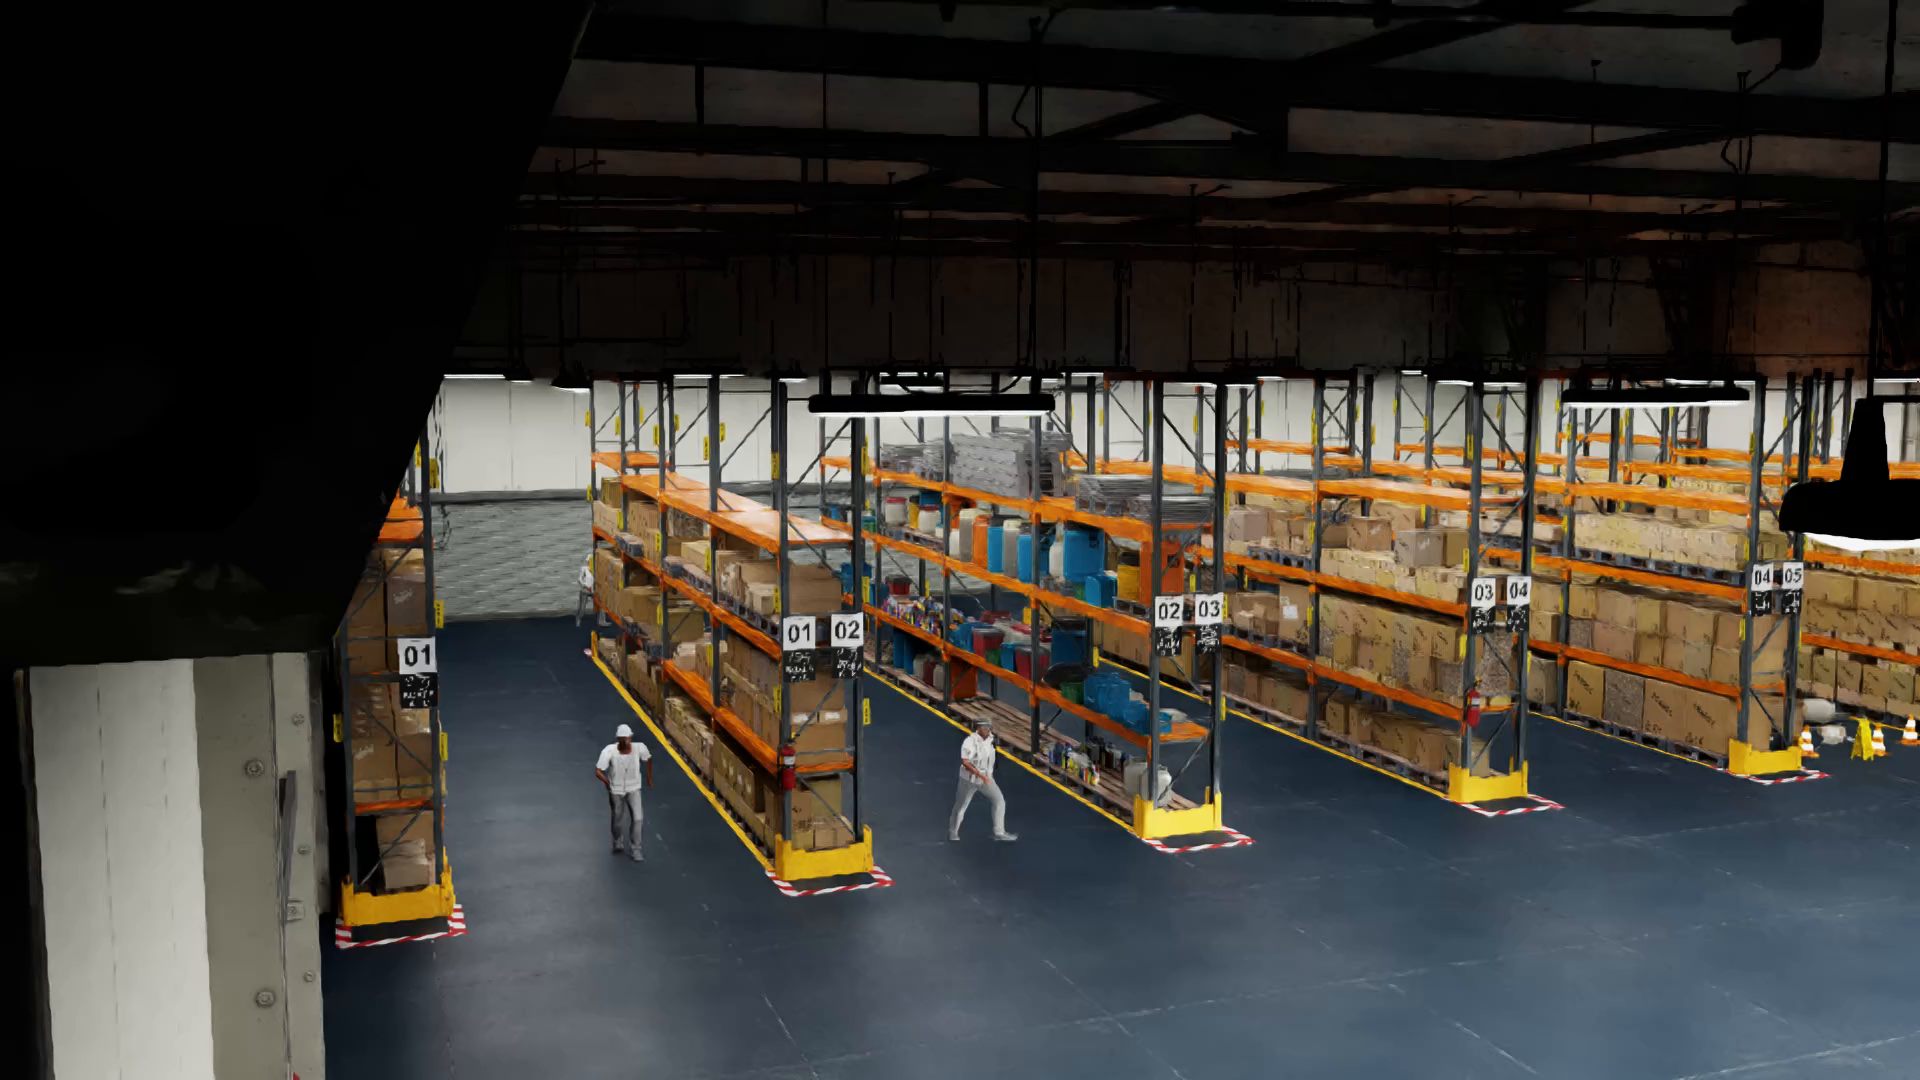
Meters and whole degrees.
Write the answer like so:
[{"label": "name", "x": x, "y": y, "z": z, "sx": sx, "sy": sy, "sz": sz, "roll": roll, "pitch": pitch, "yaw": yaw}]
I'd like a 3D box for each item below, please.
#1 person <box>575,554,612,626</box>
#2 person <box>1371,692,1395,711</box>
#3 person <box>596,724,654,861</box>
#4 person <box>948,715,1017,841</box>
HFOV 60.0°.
[{"label": "person", "x": -8.595, "y": 1.164, "z": 38.629, "sx": 0.689, "sy": 1.712, "sz": 0.810, "roll": -5, "pitch": 8, "yaw": -39}, {"label": "person", "x": 7.345, "y": 2.266, "z": 28.617, "sx": 0.628, "sy": 1.739, "sz": 0.474, "roll": 6, "pitch": 8, "yaw": 41}, {"label": "person", "x": -4.227, "y": 3.143, "z": 21.015, "sx": 0.734, "sy": 1.697, "sz": 0.835, "roll": -2, "pitch": 7, "yaw": -15}, {"label": "person", "x": 0.237, "y": 3.076, "z": 21.594, "sx": 0.696, "sy": 1.694, "sz": 0.833, "roll": -5, "pitch": 8, "yaw": -39}]
